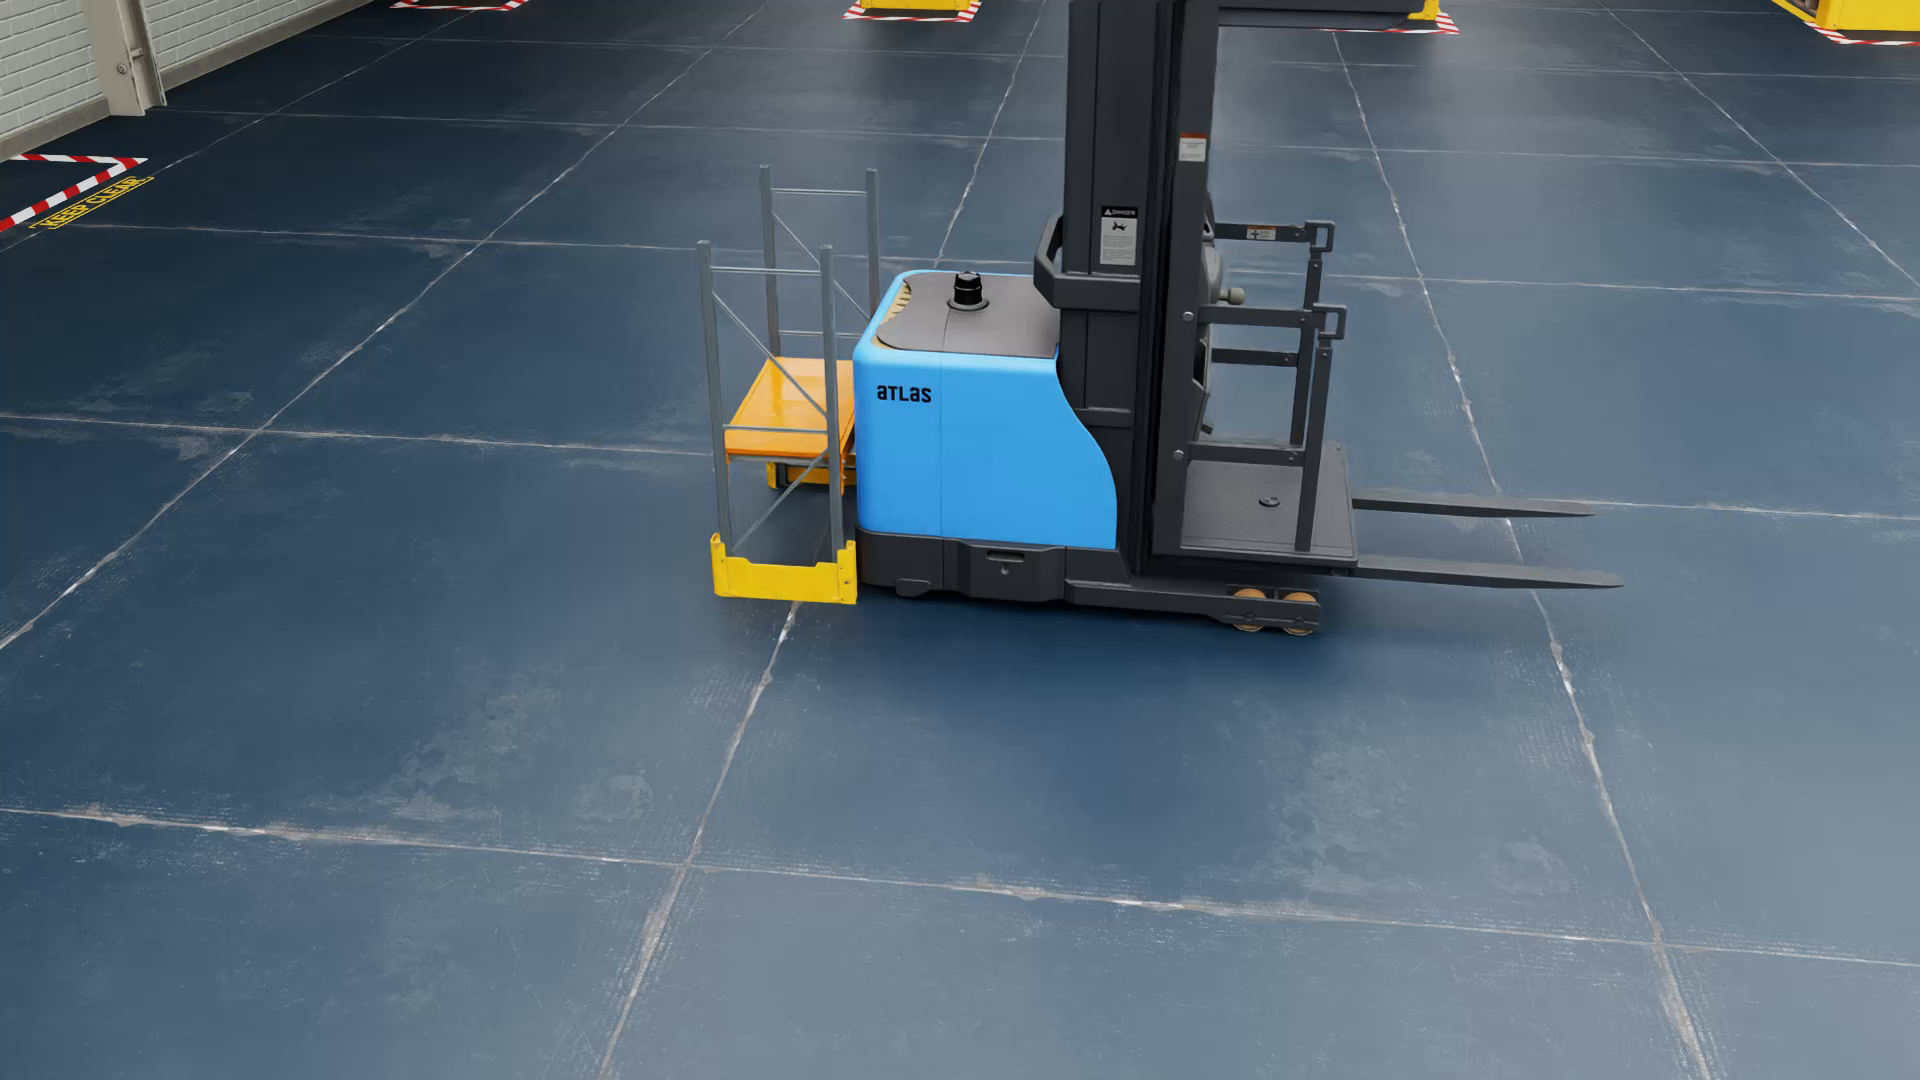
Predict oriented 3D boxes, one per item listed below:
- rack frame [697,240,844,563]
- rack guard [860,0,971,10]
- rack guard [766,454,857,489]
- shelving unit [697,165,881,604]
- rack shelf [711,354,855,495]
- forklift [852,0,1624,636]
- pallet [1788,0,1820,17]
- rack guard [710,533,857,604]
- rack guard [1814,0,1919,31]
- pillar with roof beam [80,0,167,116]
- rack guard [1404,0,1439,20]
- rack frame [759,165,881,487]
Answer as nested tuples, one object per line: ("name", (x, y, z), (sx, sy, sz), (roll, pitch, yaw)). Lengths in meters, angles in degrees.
("rack frame", (-0.717, -0.425, 6.458), (0.500, 1.500, 0.032), (3, 28, 6))
("rack guard", (-0.480, -5.980, 17.823), (1.175, 0.500, 0.348), (3, 28, 6))
("rack guard", (-0.597, -0.353, 7.642), (0.587, 0.250, 0.087), (3, 28, 6))
("shelving unit", (-0.656, -0.669, 6.910), (0.587, 1.500, 1.083), (3, 28, 6))
("rack shelf", (-0.657, -0.506, 6.987), (0.538, 0.185, 1.000), (3, 28, 6))
("forklift", (1.135, -1.185, 6.360), (3.031, 2.935, 1.130), (4, 29, 8))
("pallet", (9.498, -5.703, 17.613), (1.003, 0.211, 1.213), (3, 28, 6))
("rack guard", (-0.715, 0.116, 6.771), (0.587, 0.250, 0.087), (3, 28, 6))
("rack guard", (9.363, -5.450, 16.839), (1.175, 0.500, 0.348), (3, 28, 6))
("pillar with roof beam", (-2.630, -7.324, 11.358), (9.100, 9.000, 0.400), (3, 28, 6))
("rack guard", (4.401, -5.740, 17.378), (1.175, 0.500, 0.348), (3, 28, 6))
("rack frame", (-0.597, -0.904, 7.346), (0.500, 1.500, 0.032), (3, 28, 6))
